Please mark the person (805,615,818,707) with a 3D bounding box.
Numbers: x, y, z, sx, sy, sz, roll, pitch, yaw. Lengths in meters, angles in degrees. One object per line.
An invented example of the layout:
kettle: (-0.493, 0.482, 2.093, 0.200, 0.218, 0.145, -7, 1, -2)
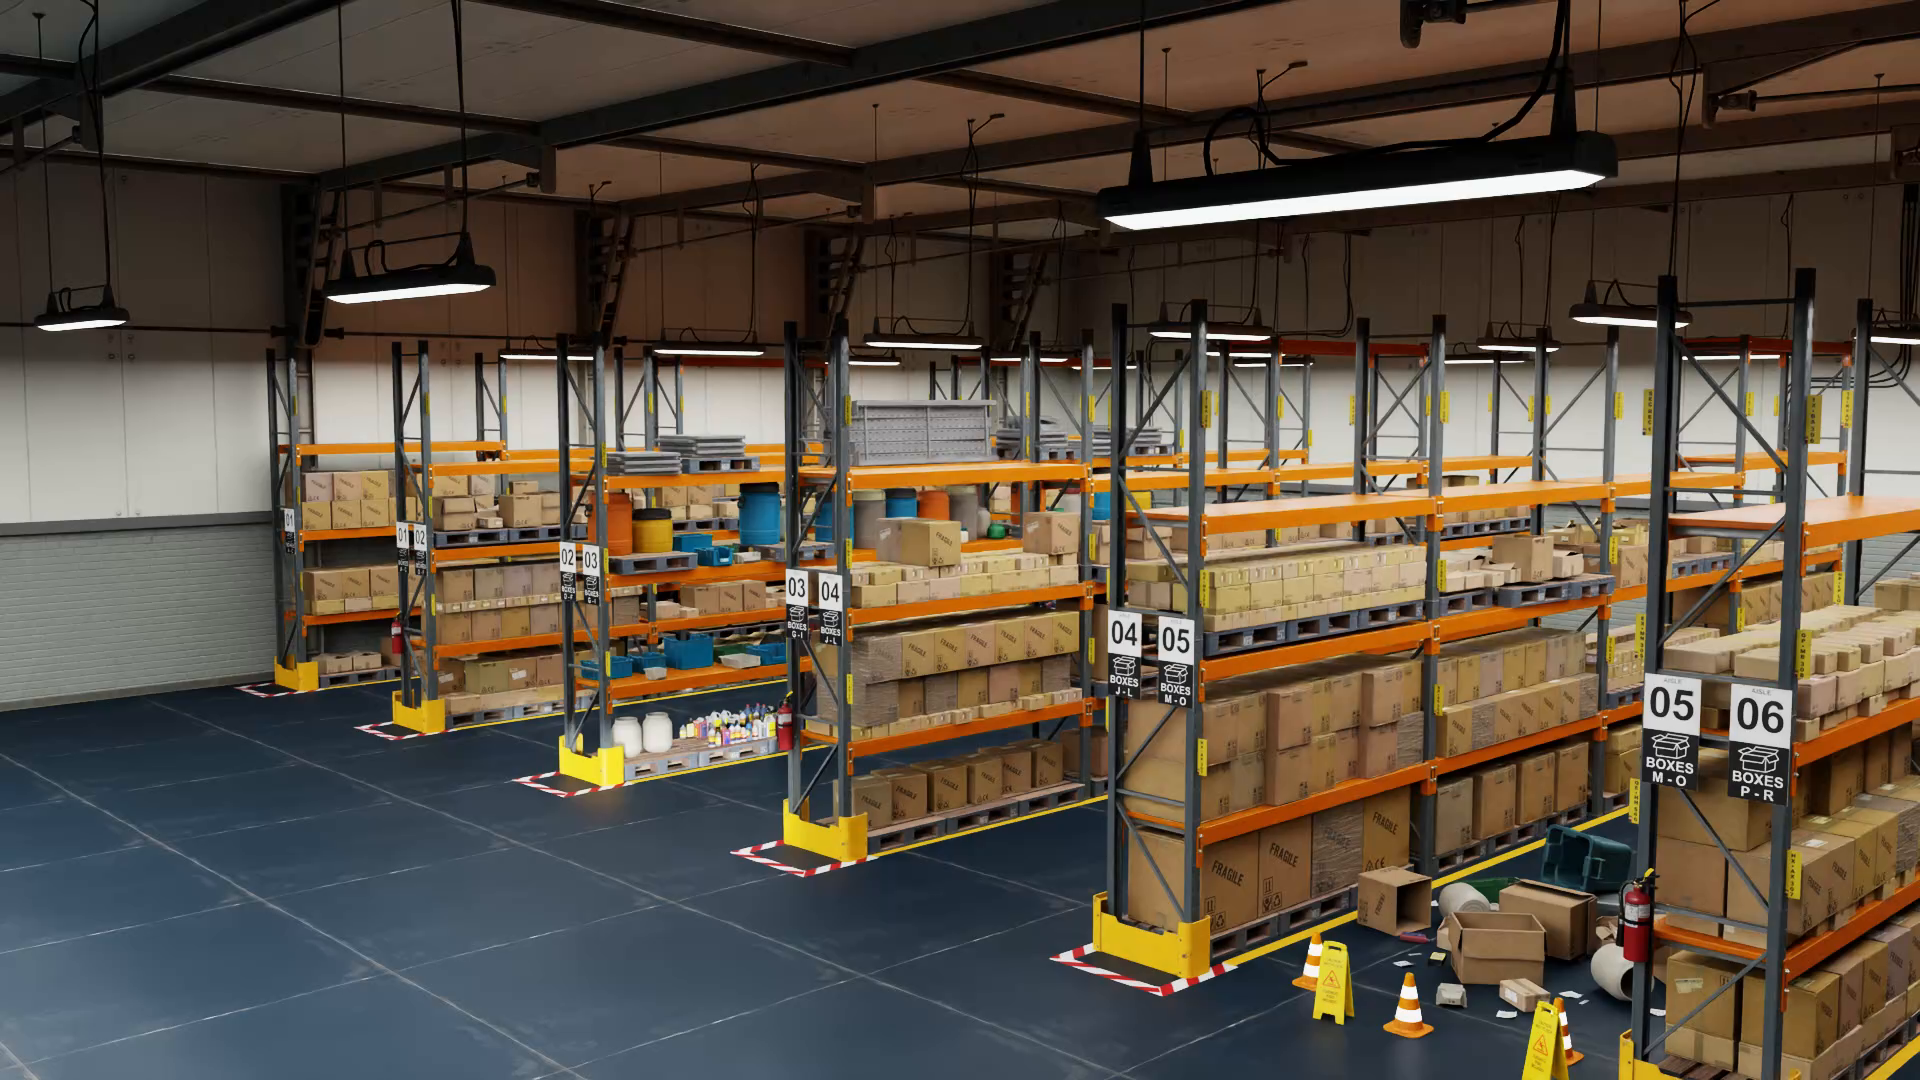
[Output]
person: (-2.312, 2.012, 26.643, 1.038, 1.655, 0.564, 5, 7, 44)
